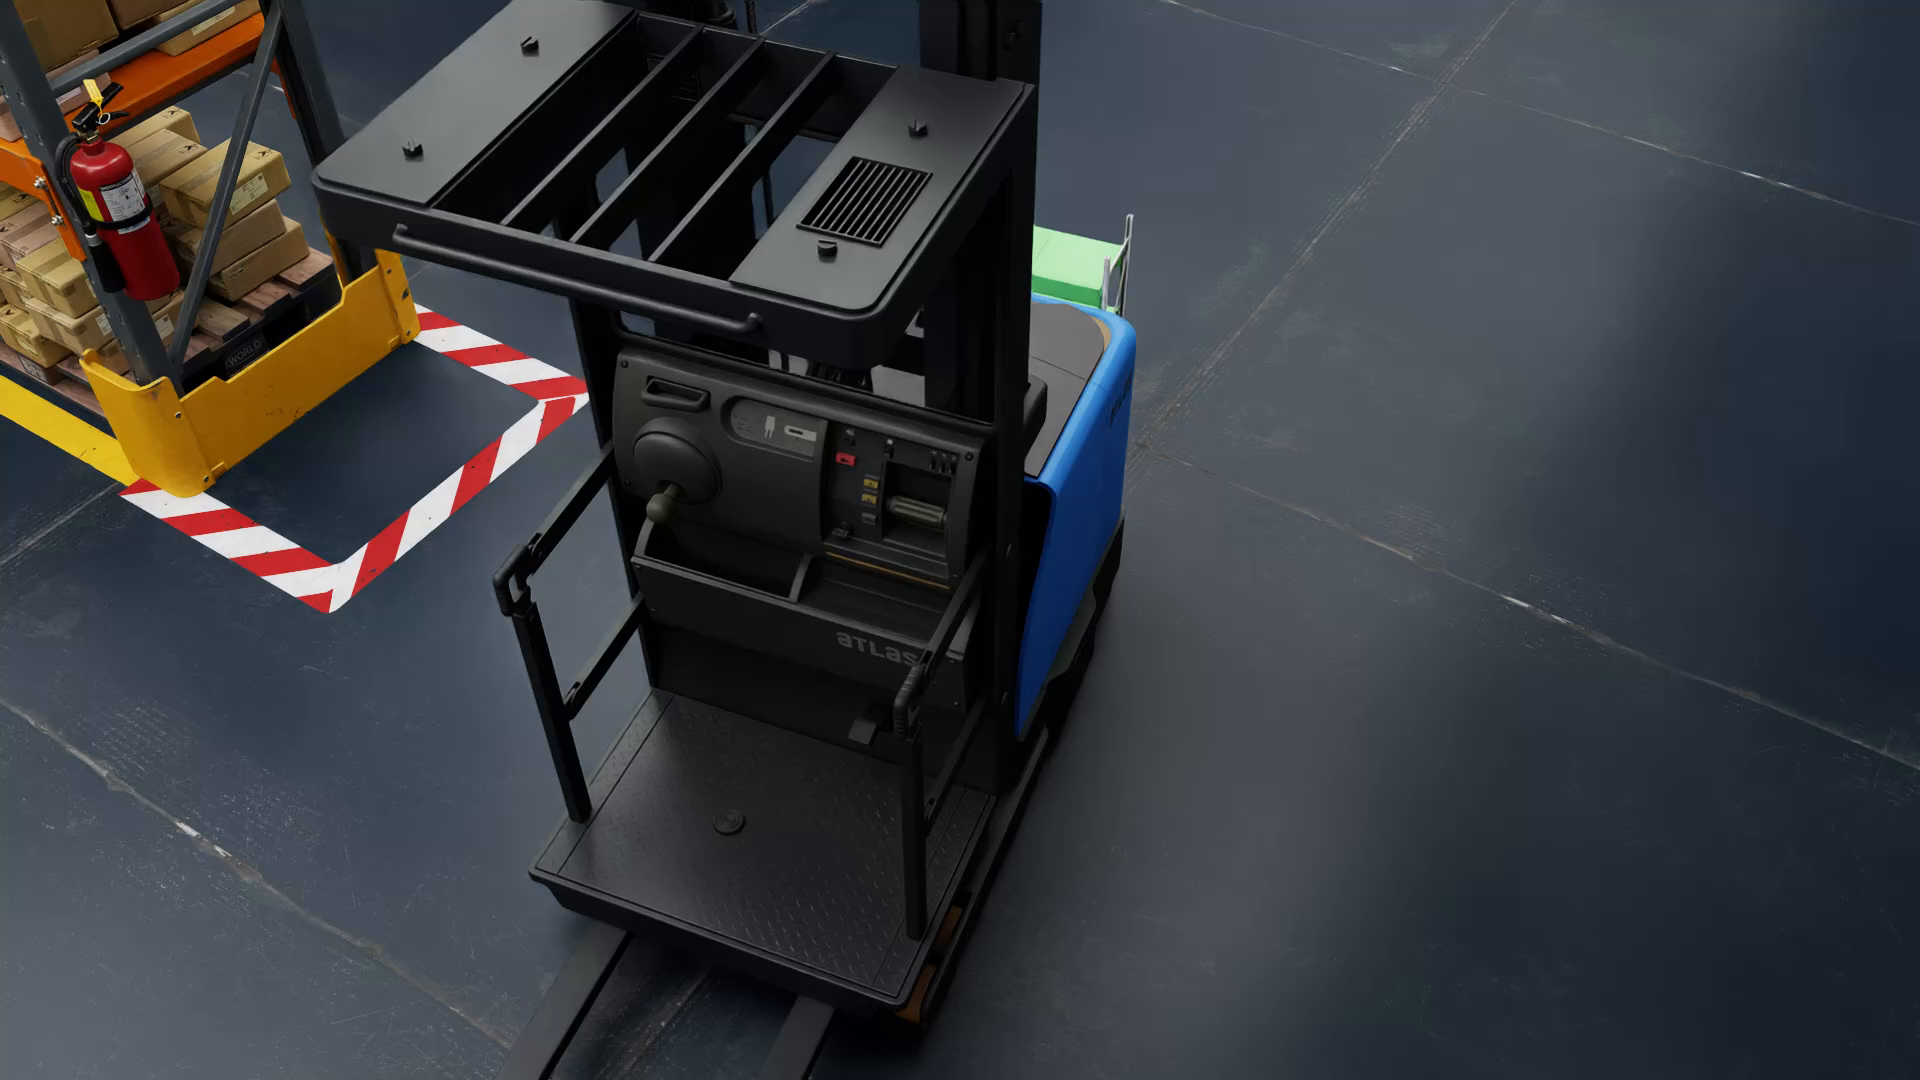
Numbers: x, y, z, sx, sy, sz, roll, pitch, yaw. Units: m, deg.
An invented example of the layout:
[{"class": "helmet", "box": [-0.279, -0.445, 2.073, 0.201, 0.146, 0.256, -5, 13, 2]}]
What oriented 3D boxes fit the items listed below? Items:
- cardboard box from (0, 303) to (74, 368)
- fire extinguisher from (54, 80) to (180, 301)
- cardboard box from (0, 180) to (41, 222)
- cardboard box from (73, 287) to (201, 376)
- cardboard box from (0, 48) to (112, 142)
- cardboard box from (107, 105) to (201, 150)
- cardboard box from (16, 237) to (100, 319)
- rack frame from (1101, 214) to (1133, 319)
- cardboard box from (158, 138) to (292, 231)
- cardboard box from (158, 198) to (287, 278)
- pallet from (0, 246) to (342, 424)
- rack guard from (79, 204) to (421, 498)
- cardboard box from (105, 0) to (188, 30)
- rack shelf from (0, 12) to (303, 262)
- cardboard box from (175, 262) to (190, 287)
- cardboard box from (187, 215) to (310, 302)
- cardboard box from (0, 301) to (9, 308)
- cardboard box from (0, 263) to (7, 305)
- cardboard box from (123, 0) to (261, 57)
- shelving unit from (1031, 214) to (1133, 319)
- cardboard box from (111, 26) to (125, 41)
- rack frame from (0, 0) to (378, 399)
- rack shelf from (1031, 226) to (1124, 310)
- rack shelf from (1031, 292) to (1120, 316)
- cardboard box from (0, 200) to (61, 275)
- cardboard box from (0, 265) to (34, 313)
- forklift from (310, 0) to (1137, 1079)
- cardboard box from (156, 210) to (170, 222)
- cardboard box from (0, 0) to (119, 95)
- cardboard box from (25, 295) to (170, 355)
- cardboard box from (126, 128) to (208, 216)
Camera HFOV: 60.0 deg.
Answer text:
[{"class": "cardboard box", "box": [-3.322, -0.835, 6.165, 0.250, 0.149, 0.380, 26, 51, 23]}, {"class": "fire extinguisher", "box": [-2.532, -1.033, 4.976, 0.183, 0.674, 0.296, 25, 51, 22]}, {"class": "cardboard box", "box": [-3.545, -1.133, 6.040, 0.250, 0.149, 0.380, 24, 50, 21]}, {"class": "cardboard box", "box": [-3.051, -0.797, 6.128, 0.250, 0.149, 0.380, 26, 51, 23]}, {"class": "cardboard box", "box": [-2.922, -1.434, 5.227, 0.250, 0.149, 0.380, 25, 51, 22]}, {"class": "cardboard box", "box": [-3.193, -1.543, 6.438, 0.250, 0.149, 0.380, 25, 51, 22]}, {"class": "cardboard box", "box": [-3.077, -0.978, 5.889, 0.250, 0.149, 0.380, 25, 51, 23]}, {"class": "rack frame", "box": [0.473, -0.485, 5.384, 0.015, 1.200, 0.240, 16, 48, 15]}, {"class": "cardboard box", "box": [-2.753, -1.334, 6.235, 0.250, 0.149, 0.380, 23, 50, 20]}, {"class": "cardboard box", "box": [-2.797, -1.180, 6.293, 0.250, 0.149, 0.380, 27, 52, 24]}, {"class": "pallet", "box": [-3.224, -0.959, 6.535, 1.213, 0.211, 1.003, 25, 51, 22]}, {"class": "rack guard", "box": [-2.559, -0.724, 6.105, 0.348, 0.500, 1.175, 25, 51, 22]}, {"class": "cardboard box", "box": [-2.724, -2.045, 5.368, 0.500, 0.500, 0.500, 27, 52, 24]}, {"class": "rack shelf", "box": [-4.179, -2.089, 6.190, 4.000, 0.370, 1.077, 25, 51, 22]}, {"class": "cardboard box", "box": [-3.028, -1.167, 6.487, 0.250, 0.149, 0.380, 25, 51, 22]}, {"class": "cardboard box", "box": [-2.763, -1.115, 6.437, 0.250, 0.149, 0.380, 26, 51, 23]}, {"class": "cardboard box", "box": [-3.498, -0.989, 6.315, 0.250, 0.149, 0.380, 24, 51, 22]}, {"class": "cardboard box", "box": [-3.532, -1.054, 6.171, 0.250, 0.149, 0.380, 23, 50, 21]}, {"class": "cardboard box", "box": [-2.591, -1.802, 5.584, 0.250, 0.149, 0.380, 24, 51, 22]}, {"class": "shelving unit", "box": [0.246, -0.549, 5.446, 0.503, 1.200, 0.258, 16, 48, 15]}, {"class": "cardboard box", "box": [-2.827, -1.875, 5.656, 0.250, 0.149, 0.380, 26, 51, 23]}, {"class": "rack frame", "box": [-2.495, -1.566, 5.180, 0.127, 3.000, 1.000, 25, 51, 22]}, {"class": "rack shelf", "box": [0.246, -0.841, 5.149, 0.480, 0.148, 0.258, 16, 48, 15]}, {"class": "rack shelf", "box": [0.246, -0.673, 5.320, 0.480, 0.148, 0.258, 16, 48, 15]}, {"class": "cardboard box", "box": [-3.258, -1.110, 6.017, 0.250, 0.149, 0.380, 26, 51, 23]}, {"class": "cardboard box", "box": [-3.284, -0.988, 6.106, 0.250, 0.149, 0.380, 24, 50, 21]}, {"class": "forklift", "box": [-0.474, -0.072, 3.777, 1.130, 2.935, 3.031, 16, 48, 15]}, {"class": "cardboard box", "box": [-2.998, -1.320, 6.429, 0.250, 0.149, 0.380, 24, 51, 22]}, {"class": "cardboard box", "box": [-3.012, -1.723, 5.056, 0.500, 0.500, 0.500, 26, 51, 23]}, {"class": "cardboard box", "box": [-3.093, -0.854, 5.976, 0.250, 0.149, 0.380, 23, 50, 21]}, {"class": "cardboard box", "box": [-3.050, -1.368, 6.268, 0.250, 0.149, 0.380, 26, 51, 23]}]
